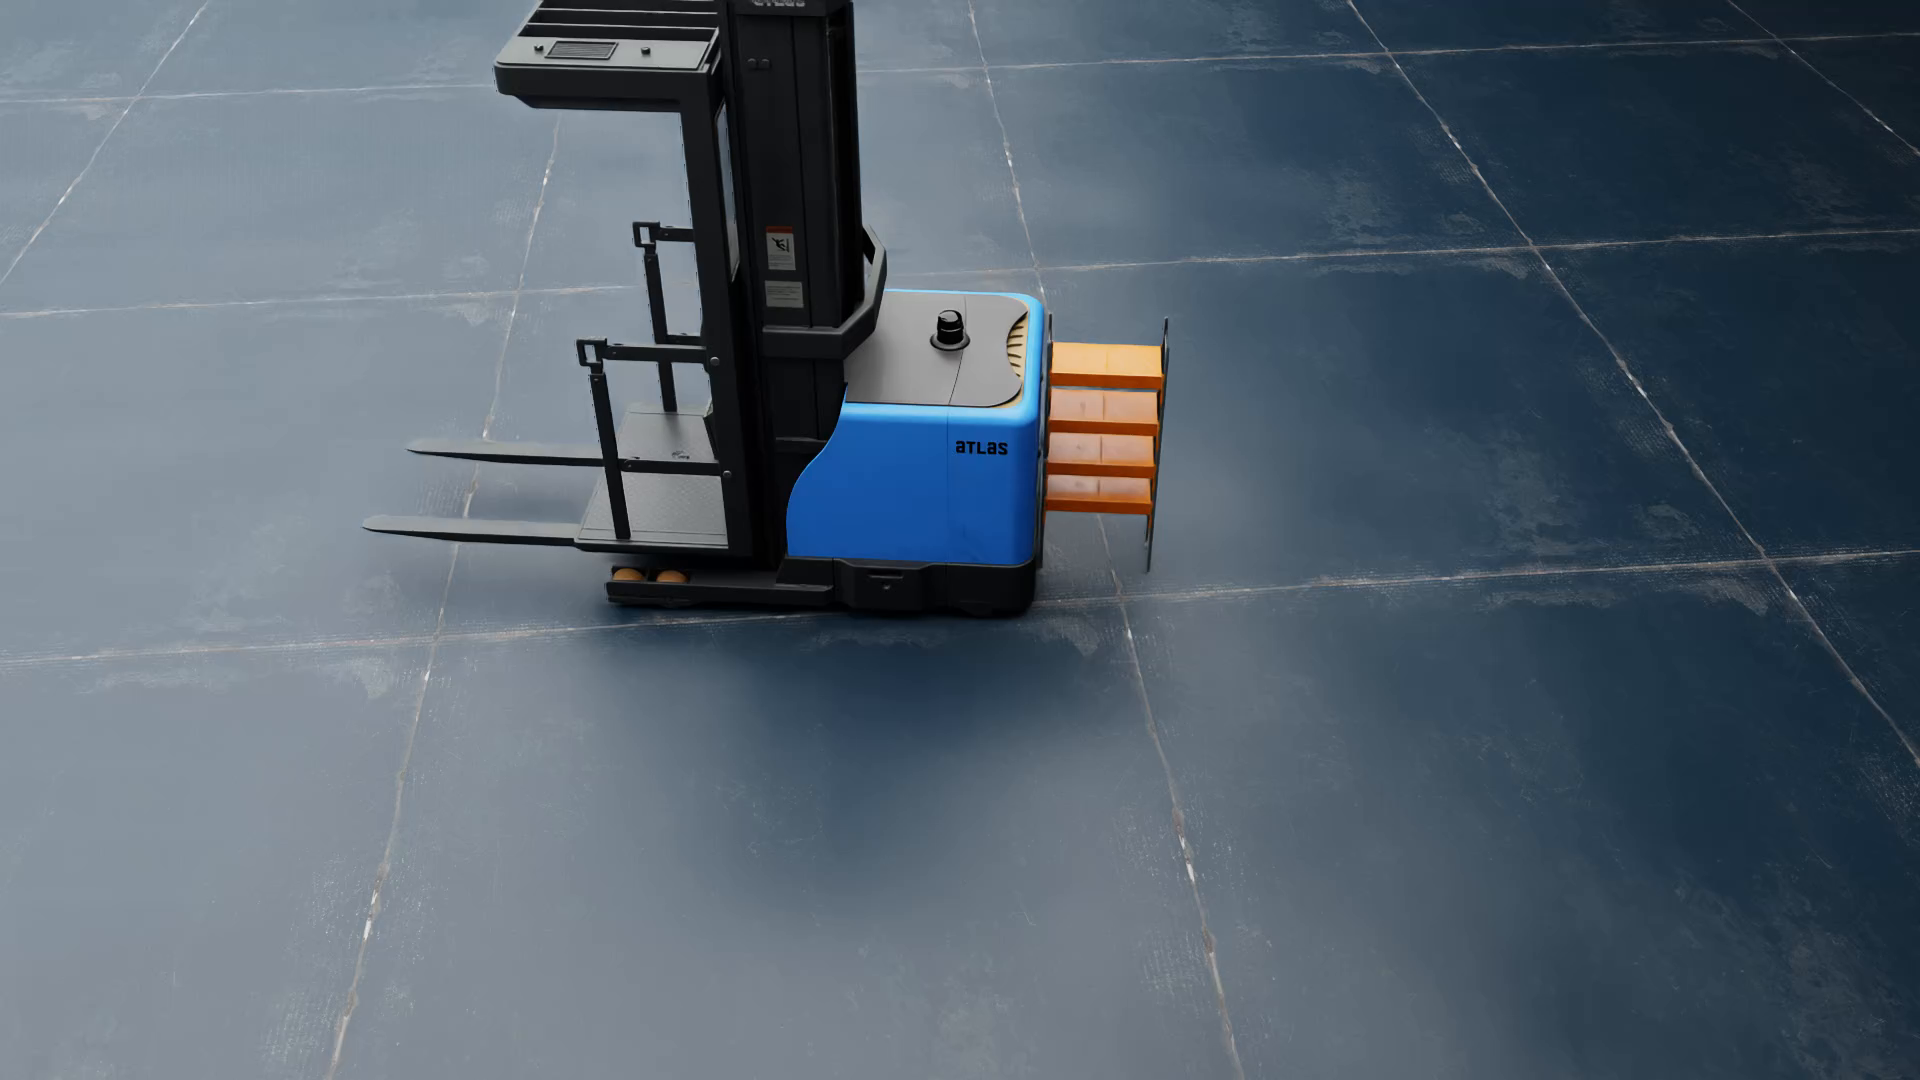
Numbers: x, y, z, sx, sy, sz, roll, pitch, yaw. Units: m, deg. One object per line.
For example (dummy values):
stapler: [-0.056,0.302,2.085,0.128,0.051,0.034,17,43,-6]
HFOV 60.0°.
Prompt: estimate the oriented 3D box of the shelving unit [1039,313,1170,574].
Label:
shelving unit: [0.619,-0.403,7.292,0.503,1.200,0.258,2,38,3]

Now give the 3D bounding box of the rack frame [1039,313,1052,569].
rack frame: [0.375,-0.414,7.306,0.015,1.200,0.240,2,38,3]

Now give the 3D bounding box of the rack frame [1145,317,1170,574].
rack frame: [0.862,-0.393,7.279,0.015,1.200,0.240,2,38,3]

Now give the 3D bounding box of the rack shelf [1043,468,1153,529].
rack shelf: [0.619,-0.194,7.457,0.480,0.148,0.258,2,38,3]

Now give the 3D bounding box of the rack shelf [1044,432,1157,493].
rack shelf: [0.619,-0.350,7.334,0.480,0.148,0.258,2,38,3]

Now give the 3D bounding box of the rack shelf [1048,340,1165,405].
rack shelf: [0.619,-0.712,7.049,0.480,0.148,0.258,2,38,3]

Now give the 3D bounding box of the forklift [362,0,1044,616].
forklift: [-1.155,-1.174,6.872,3.031,2.935,1.130,2,38,3]

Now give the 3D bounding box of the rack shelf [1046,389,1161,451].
rack shelf: [0.619,-0.526,7.195,0.480,0.148,0.258,2,38,3]
